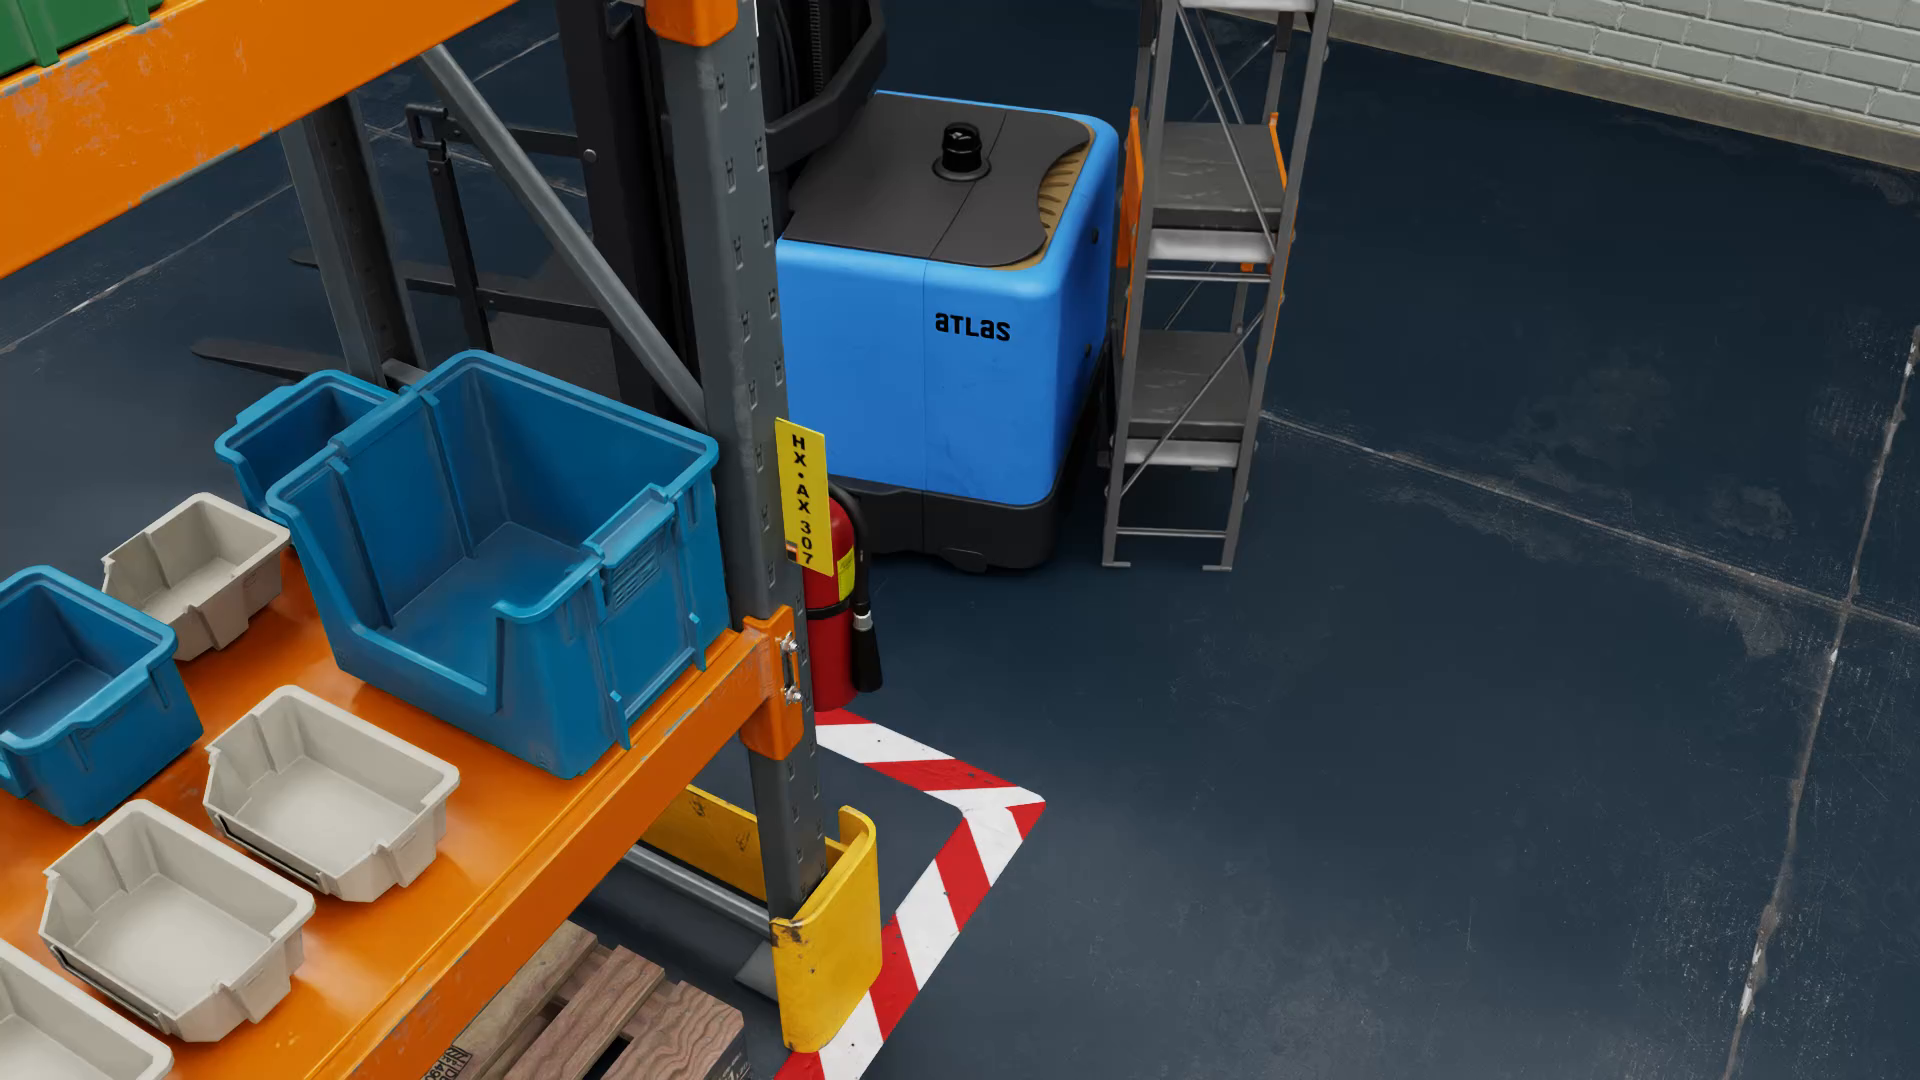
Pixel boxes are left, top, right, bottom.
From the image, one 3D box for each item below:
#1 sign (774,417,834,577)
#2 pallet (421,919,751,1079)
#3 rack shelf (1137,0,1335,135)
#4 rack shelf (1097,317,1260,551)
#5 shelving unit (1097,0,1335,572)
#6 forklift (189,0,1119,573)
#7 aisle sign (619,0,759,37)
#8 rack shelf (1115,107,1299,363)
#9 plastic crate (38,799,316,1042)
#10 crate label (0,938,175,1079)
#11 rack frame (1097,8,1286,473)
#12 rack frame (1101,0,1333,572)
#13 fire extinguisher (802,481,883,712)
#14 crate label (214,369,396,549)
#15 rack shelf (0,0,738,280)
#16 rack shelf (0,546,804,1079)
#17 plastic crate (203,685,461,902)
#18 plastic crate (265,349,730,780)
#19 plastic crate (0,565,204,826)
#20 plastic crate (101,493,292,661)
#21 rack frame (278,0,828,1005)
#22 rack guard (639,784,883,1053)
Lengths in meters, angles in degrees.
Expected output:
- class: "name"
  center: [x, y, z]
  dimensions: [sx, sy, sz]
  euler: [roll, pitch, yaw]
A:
- class: "sign"
  center: [-0.274, -0.072, 2.938]
  dimensions: [0.100, 0.325, 0.005]
  euler: [21, 45, 22]
- class: "pallet"
  center: [-1.204, 1.323, 3.588]
  dimensions: [1.003, 0.211, 1.213]
  euler: [21, 45, 22]
- class: "rack shelf"
  center: [0.687, -1.376, 4.178]
  dimensions: [0.431, 0.518, 0.480]
  euler: [2, 41, 0]
- class: "rack shelf"
  center: [0.653, -0.327, 5.104]
  dimensions: [0.431, 0.518, 0.480]
  euler: [2, 41, 0]
- class: "shelving unit"
  center: [0.671, -0.862, 4.632]
  dimensions: [0.431, 2.100, 0.503]
  euler: [2, 41, 0]
- class: "forklift"
  center: [-1.073, -1.534, 4.774]
  dimensions: [3.031, 2.935, 1.130]
  euler: [10, 42, 11]
- class: "aisle sign"
  center: [-0.469, -1.103, 2.266]
  dimensions: [0.394, 0.787, 0.004]
  euler: [21, 45, 22]
- class: "rack shelf"
  center: [0.670, -0.852, 4.641]
  dimensions: [0.431, 0.518, 0.480]
  euler: [2, 41, 0]
- class: "plastic crate"
  center: [-1.167, 0.581, 2.475]
  dimensions: [0.396, 0.136, 0.243]
  euler: [21, 45, 22]
- class: "crate label"
  center: [-1.285, 0.748, 2.285]
  dimensions: [0.396, 0.136, 0.243]
  euler: [21, 45, 22]
- class: "rack frame"
  center: [0.678, -1.023, 4.815]
  dimensions: [0.400, 2.100, 0.015]
  euler: [2, 41, 0]
- class: "rack frame"
  center: [0.663, -0.701, 4.449]
  dimensions: [0.400, 2.100, 0.015]
  euler: [2, 41, 0]
- class: "fire extinguisher"
  center: [-0.289, 0.050, 3.264]
  dimensions: [0.296, 0.674, 0.183]
  euler: [21, 45, 22]
- class: "crate label"
  center: [-1.167, -0.110, 3.187]
  dimensions: [0.416, 0.233, 0.303]
  euler: [21, 45, 22]
- class: "rack shelf"
  center: [-1.759, 0.106, 1.135]
  dimensions: [1.077, 0.370, 4.000]
  euler: [21, 45, 22]
- class: "rack shelf"
  center: [-1.759, 1.231, 2.126]
  dimensions: [1.077, 0.370, 4.000]
  euler: [21, 45, 22]
- class: "plastic crate"
  center: [-1.009, 0.420, 2.658]
  dimensions: [0.396, 0.136, 0.243]
  euler: [21, 45, 22]
- class: "plastic crate"
  center: [-0.764, 0.035, 2.869]
  dimensions: [0.616, 0.435, 0.499]
  euler: [21, 45, 22]
- class: "plastic crate"
  center: [-1.496, 0.266, 2.759]
  dimensions: [0.416, 0.233, 0.300]
  euler: [21, 45, 22]
- class: "plastic crate"
  center: [-1.399, 0.082, 3.041]
  dimensions: [0.250, 0.136, 0.298]
  euler: [21, 45, 22]
- class: "rack frame"
  center: [-0.758, -0.183, 3.188]
  dimensions: [1.000, 3.000, 0.127]
  euler: [21, 45, 22]
- class: "rack guard"
  center: [-0.757, 0.737, 4.035]
  dimensions: [1.175, 0.500, 0.348]
  euler: [21, 45, 22]
